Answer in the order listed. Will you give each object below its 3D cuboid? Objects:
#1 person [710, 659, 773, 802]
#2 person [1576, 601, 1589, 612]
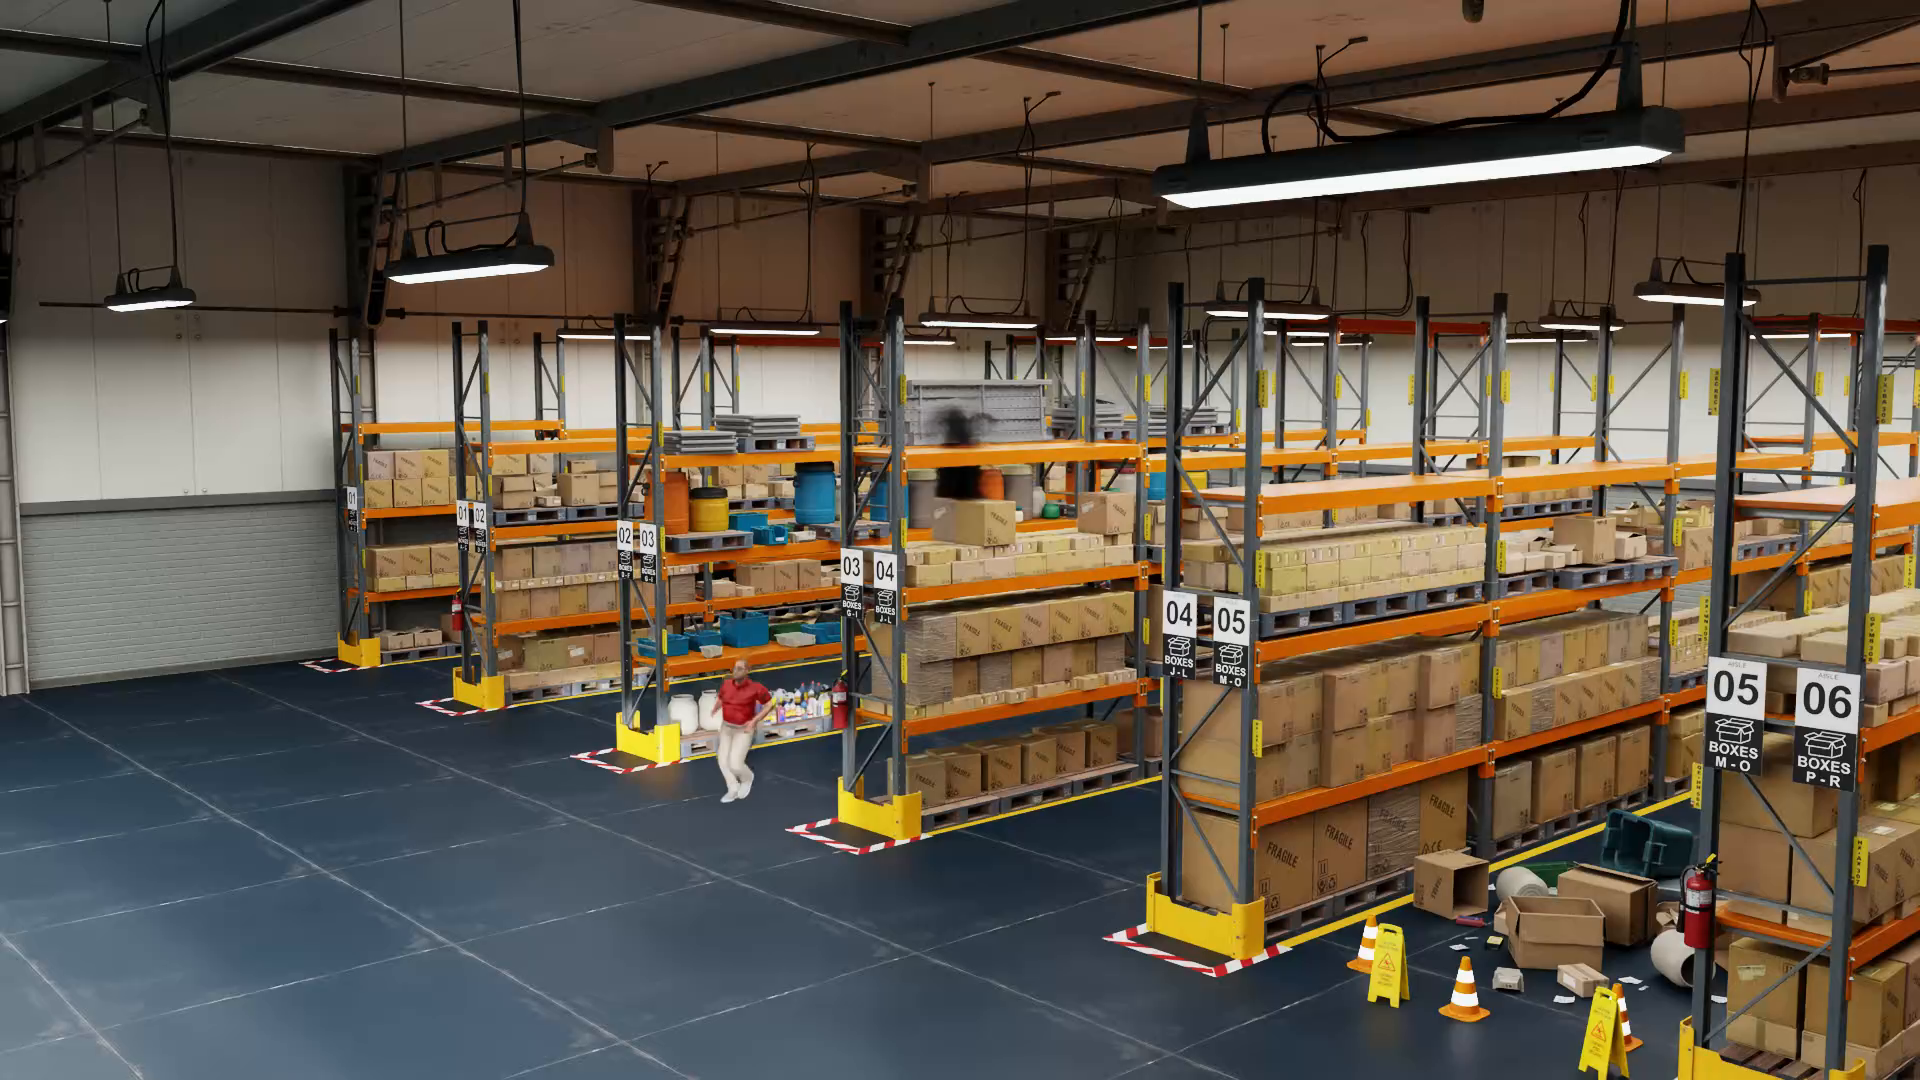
[{"bbox_3d":[-2.545,2.200,19.070,0.677,1.673,0.627,3,6,27],"label":"person"},{"bbox_3d":[9.903,1.708,26.187,0.668,1.809,0.829,4,7,37],"label":"person"}]
